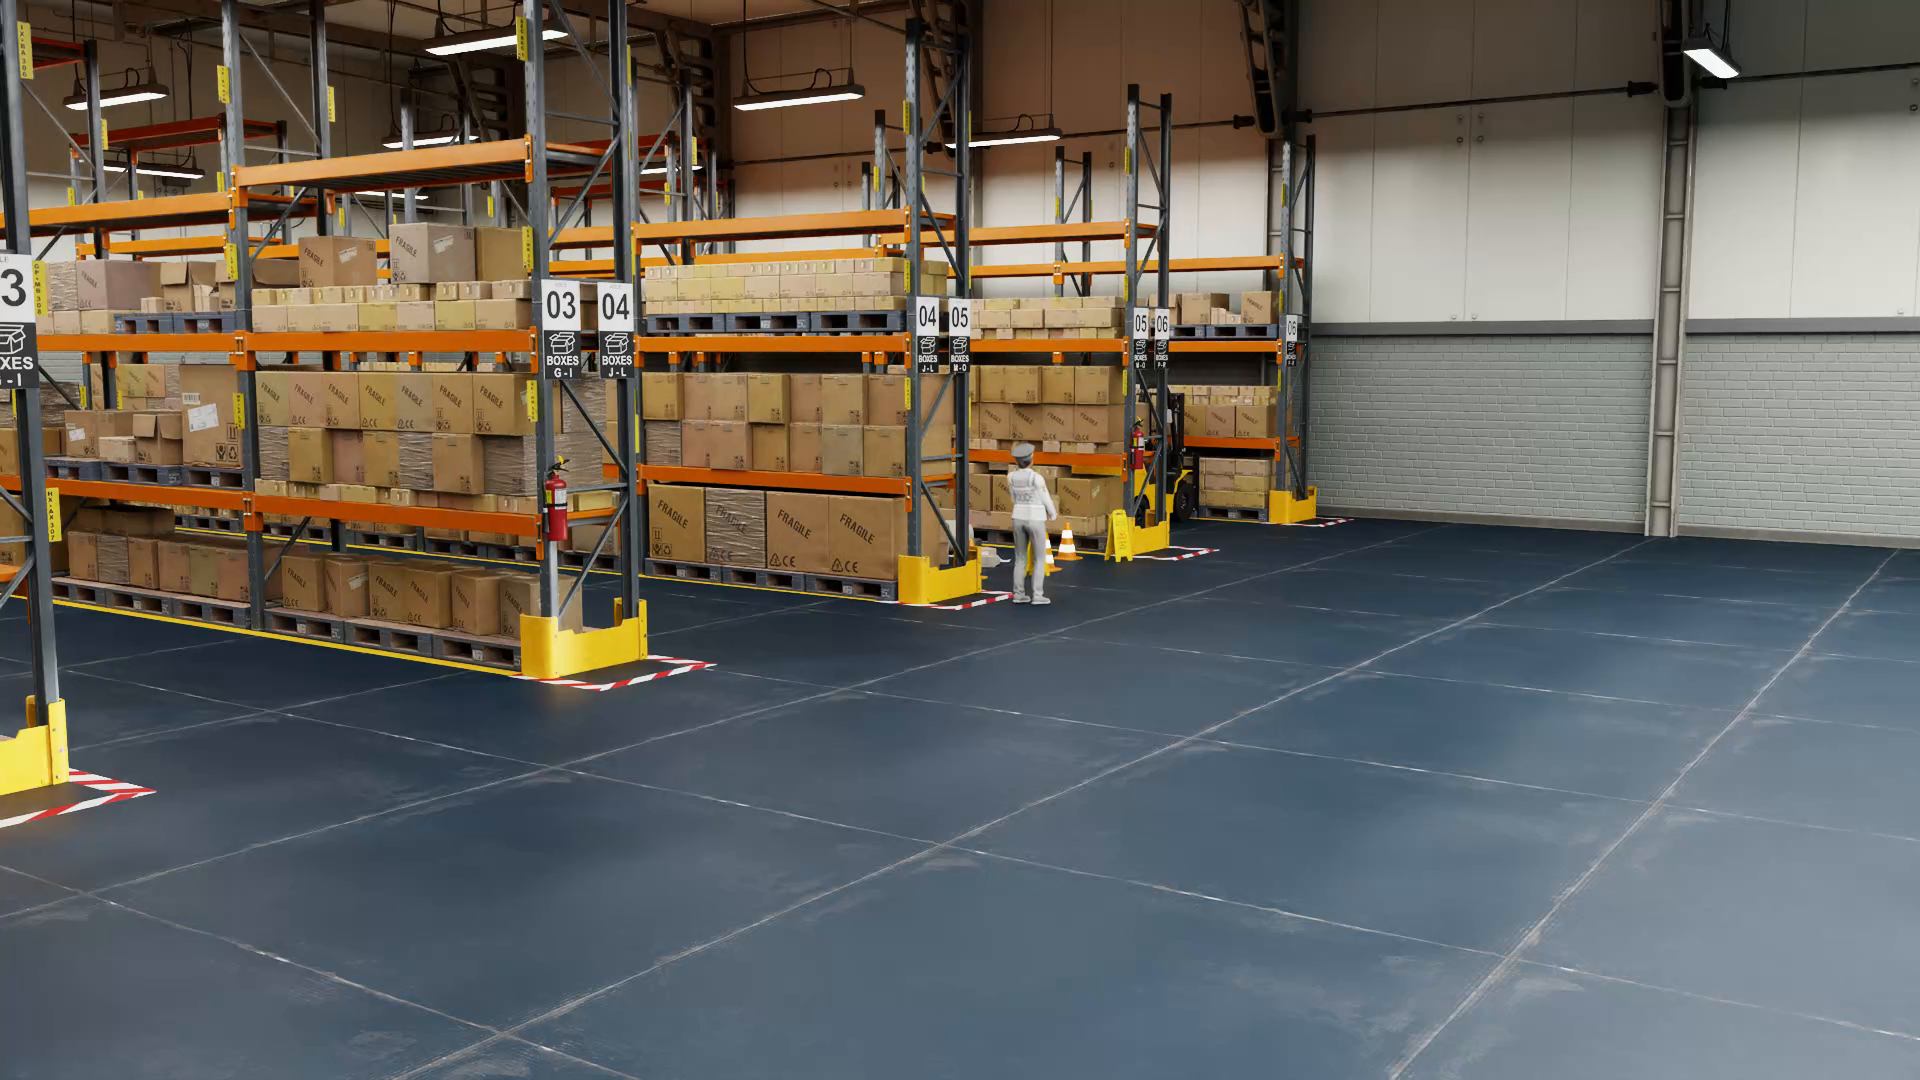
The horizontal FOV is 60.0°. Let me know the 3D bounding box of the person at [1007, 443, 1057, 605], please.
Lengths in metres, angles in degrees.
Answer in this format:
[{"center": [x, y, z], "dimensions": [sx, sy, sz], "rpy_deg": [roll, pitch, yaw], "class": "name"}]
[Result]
[{"center": [0.756, -0.175, 17.443], "dimensions": [0.461, 1.687, 0.562], "rpy_deg": [4, 8, 34], "class": "person"}]
